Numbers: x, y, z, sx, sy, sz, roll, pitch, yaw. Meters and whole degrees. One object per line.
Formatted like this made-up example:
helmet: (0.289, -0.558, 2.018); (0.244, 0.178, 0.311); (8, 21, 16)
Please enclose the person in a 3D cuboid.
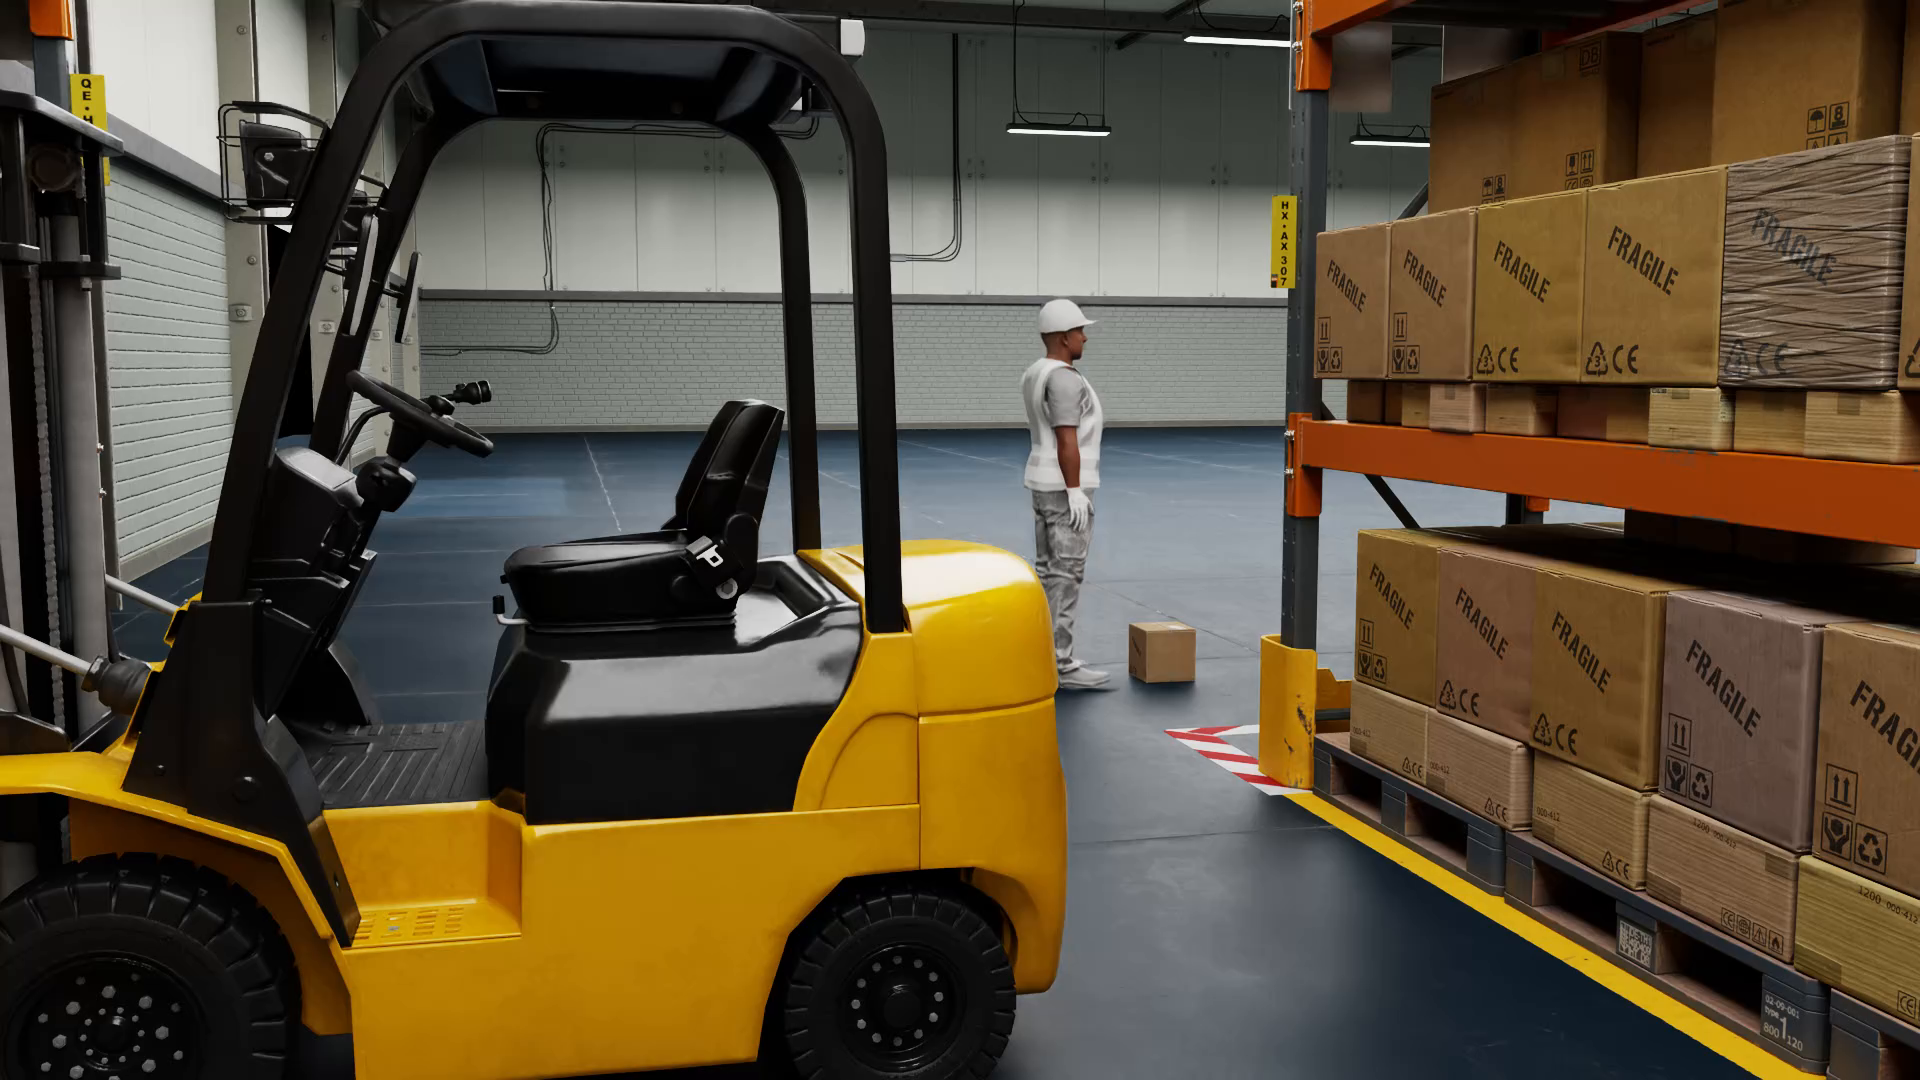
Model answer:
person: (0.490, -0.228, 7.808); (0.362, 1.785, 0.550); (-1, 6, -11)
